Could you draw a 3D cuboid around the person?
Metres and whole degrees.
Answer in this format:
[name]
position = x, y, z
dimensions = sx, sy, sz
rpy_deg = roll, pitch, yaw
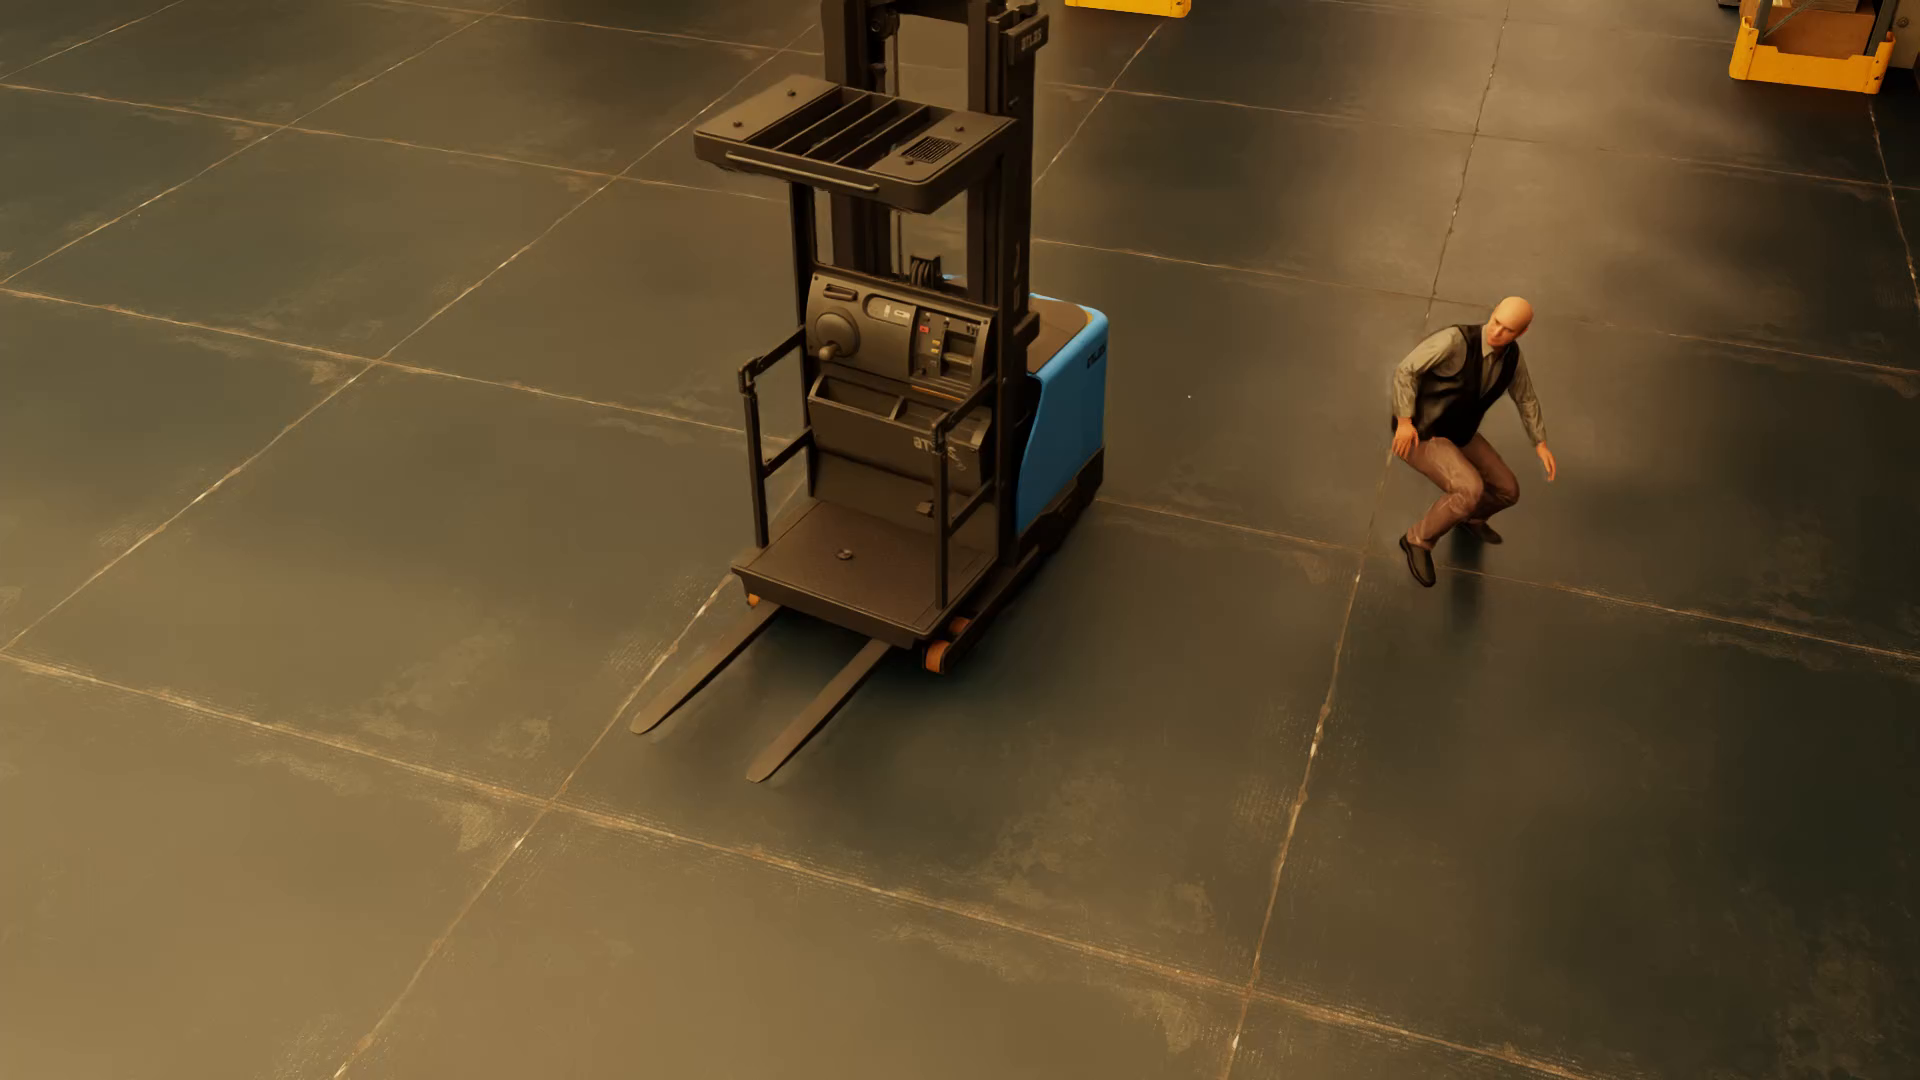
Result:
[person]
position = 2.477, -0.501, 8.122
dimensions = 0.775, 1.496, 0.668
rpy_deg = -20, 40, -26

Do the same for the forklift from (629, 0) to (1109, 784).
[forklift]
position = -0.387, -0.871, 7.339
dimensions = 1.130, 2.935, 3.031
rpy_deg = 18, 39, 23
